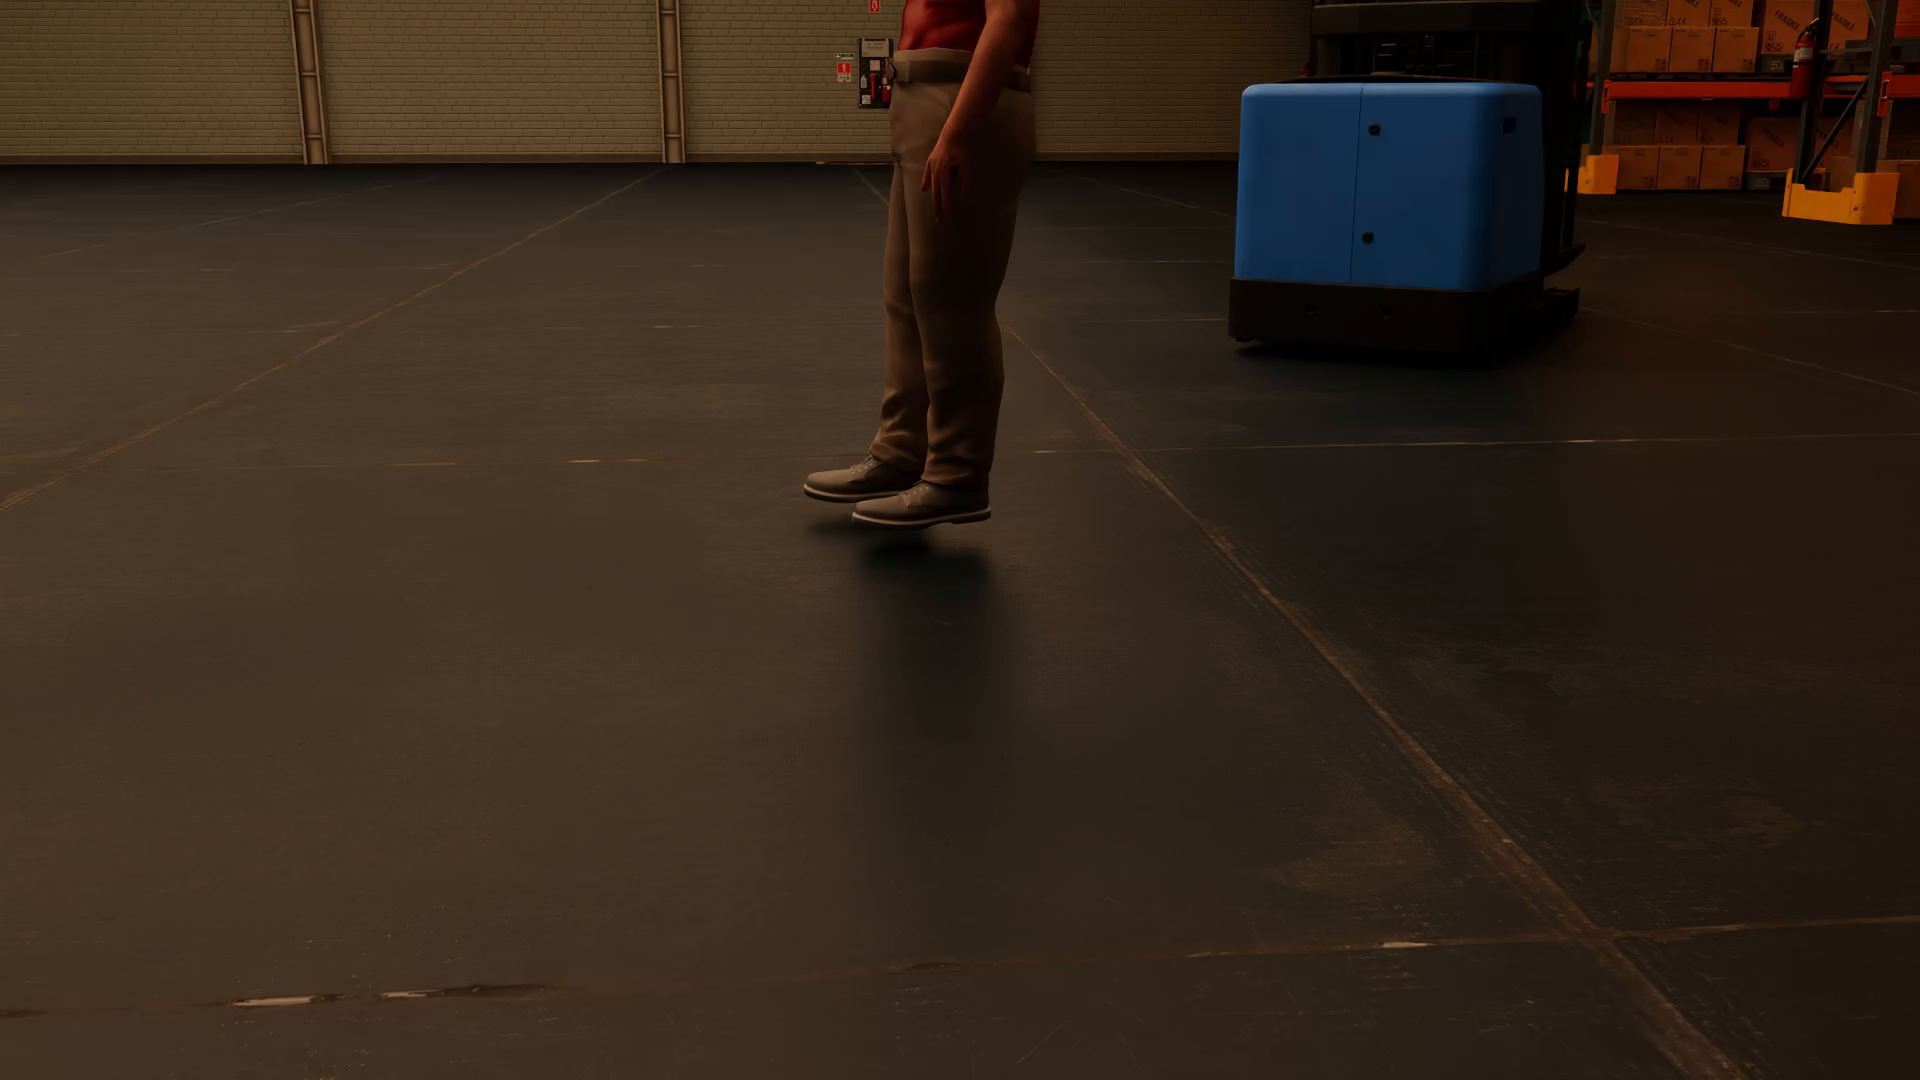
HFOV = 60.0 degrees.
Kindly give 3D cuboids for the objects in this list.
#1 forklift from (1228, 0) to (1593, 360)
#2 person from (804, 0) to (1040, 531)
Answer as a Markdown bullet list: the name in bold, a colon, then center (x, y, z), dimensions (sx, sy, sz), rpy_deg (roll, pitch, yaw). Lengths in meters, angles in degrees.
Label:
- **forklift**: center (2.272, -2.449, 7.487), dimensions (1.130, 2.935, 3.031), rpy_deg (8, 17, 29)
- **person**: center (-0.090, -0.882, 3.707), dimensions (0.551, 1.728, 0.640), rpy_deg (-1, 15, -5)
